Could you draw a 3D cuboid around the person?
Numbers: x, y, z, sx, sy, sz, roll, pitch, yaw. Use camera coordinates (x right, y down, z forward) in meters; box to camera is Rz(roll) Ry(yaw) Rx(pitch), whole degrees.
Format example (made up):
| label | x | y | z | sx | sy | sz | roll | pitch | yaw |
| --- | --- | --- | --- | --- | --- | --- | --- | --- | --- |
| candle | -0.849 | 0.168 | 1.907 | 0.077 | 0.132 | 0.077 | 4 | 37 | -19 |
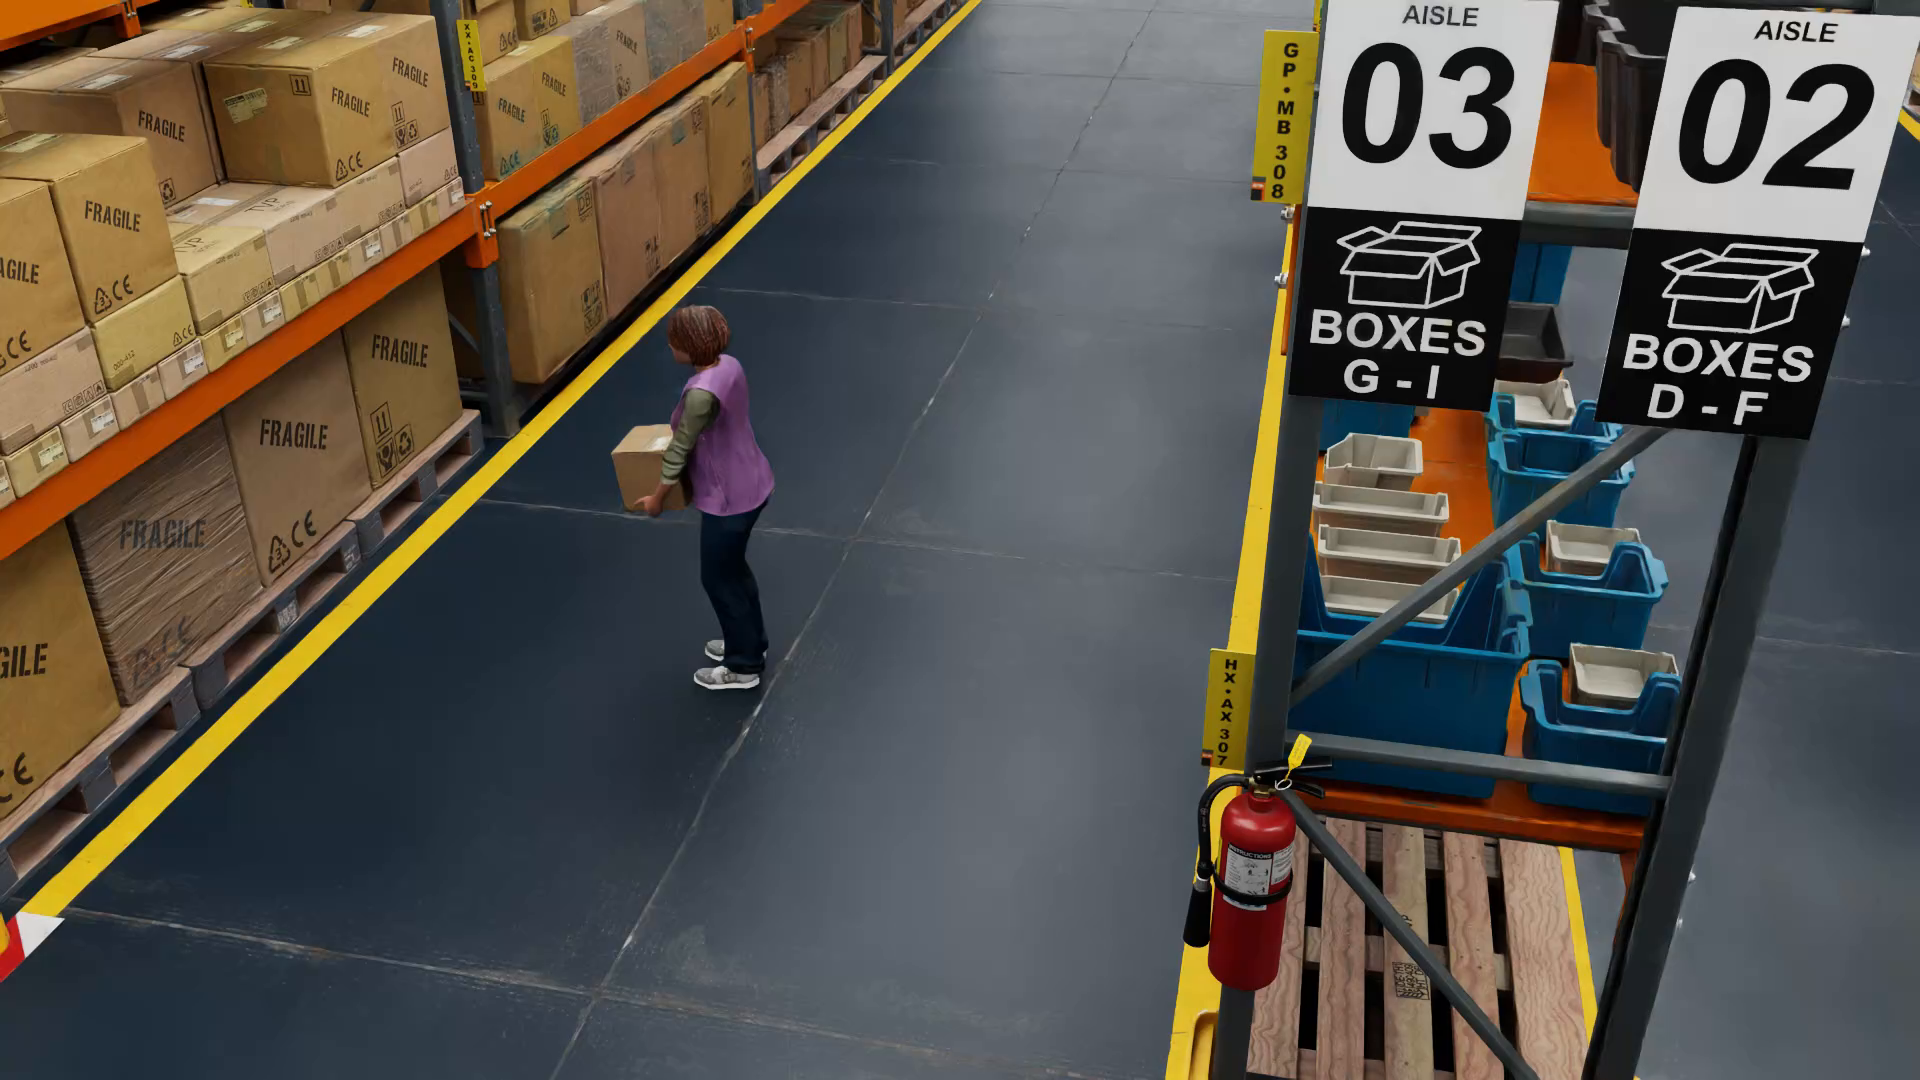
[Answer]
| label | x | y | z | sx | sy | sz | roll | pitch | yaw |
| --- | --- | --- | --- | --- | --- | --- | --- | --- | --- |
| person | -0.976 | -0.161 | 6.434 | 0.512 | 1.594 | 0.374 | 5 | 30 | 10 |
